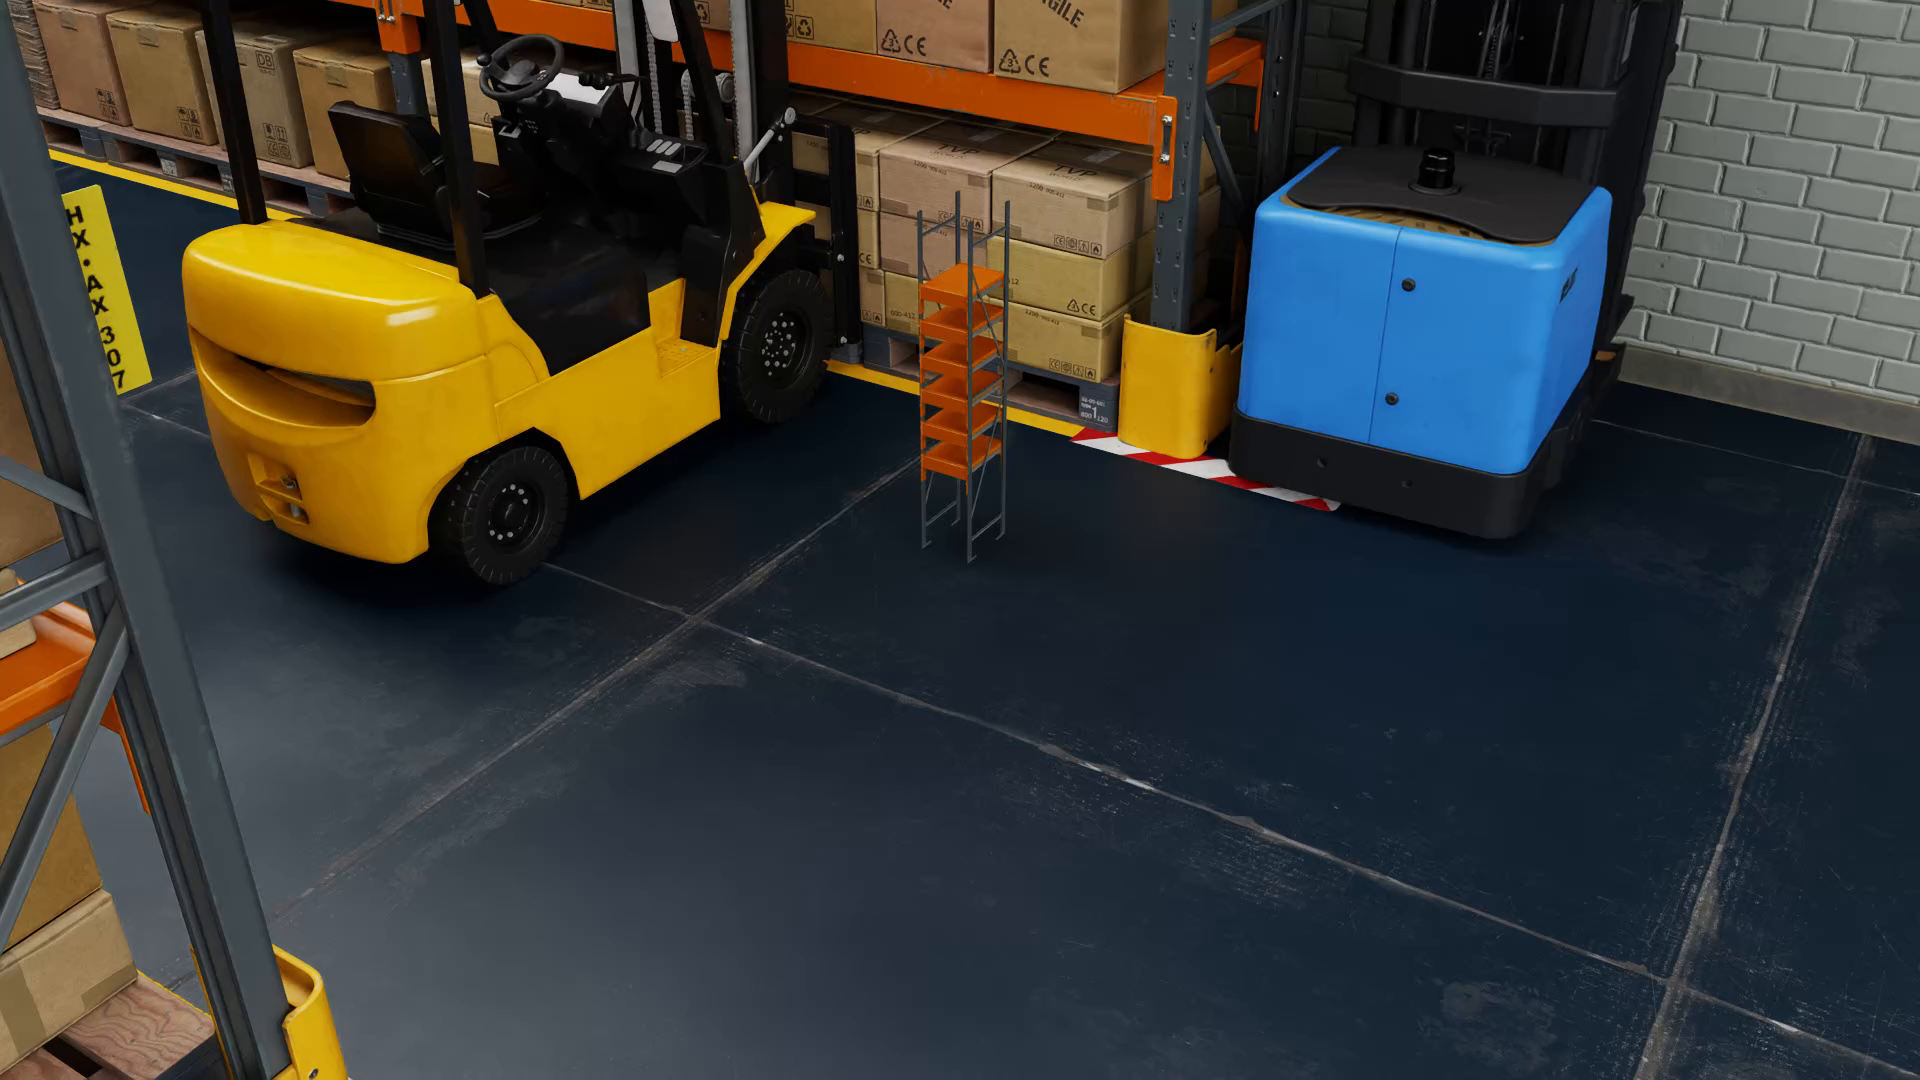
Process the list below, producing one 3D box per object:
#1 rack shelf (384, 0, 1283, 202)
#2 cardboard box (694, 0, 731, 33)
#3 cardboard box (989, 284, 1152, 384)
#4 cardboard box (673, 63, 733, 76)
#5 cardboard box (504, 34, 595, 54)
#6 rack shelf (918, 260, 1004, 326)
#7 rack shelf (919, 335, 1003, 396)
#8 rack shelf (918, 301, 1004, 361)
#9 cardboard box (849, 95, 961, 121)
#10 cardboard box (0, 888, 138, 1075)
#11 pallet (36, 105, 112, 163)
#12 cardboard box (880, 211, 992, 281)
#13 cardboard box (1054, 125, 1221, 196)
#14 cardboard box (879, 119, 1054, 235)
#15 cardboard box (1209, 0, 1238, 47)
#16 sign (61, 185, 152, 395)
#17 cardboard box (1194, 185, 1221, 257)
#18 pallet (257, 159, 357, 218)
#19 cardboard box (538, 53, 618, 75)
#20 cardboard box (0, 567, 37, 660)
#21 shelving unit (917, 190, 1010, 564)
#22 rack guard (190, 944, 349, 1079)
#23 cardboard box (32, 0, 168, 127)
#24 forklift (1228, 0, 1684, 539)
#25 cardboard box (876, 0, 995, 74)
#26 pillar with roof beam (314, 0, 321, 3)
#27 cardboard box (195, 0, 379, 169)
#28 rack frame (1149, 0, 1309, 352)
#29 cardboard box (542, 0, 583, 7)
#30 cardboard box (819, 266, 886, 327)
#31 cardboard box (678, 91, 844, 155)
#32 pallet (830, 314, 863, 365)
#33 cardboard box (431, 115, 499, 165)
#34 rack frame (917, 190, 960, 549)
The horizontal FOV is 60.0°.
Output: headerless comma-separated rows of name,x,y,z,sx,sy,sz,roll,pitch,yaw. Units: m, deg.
rack shelf,-0.674,-2.115,7.112,4.000,0.370,1.077,18,35,27
cardboard box,-0.837,-2.363,6.724,0.500,0.500,0.500,18,35,28
cardboard box,0.454,-0.874,6.584,0.500,0.250,0.500,18,35,28
cardboard box,-0.990,-2.067,7.636,0.500,0.250,0.500,18,35,28
cardboard box,-1.849,-2.337,8.100,0.500,0.250,0.500,18,35,28
rack shelf,0.012,-0.787,5.282,0.180,0.103,0.258,18,35,27
rack shelf,0.012,-0.580,5.403,0.180,0.103,0.258,18,35,27
rack shelf,0.012,-0.683,5.342,0.180,0.103,0.258,18,35,27
cardboard box,-0.130,-1.796,7.171,0.500,0.250,0.500,17,34,27
cardboard box,-2.152,0.902,3.539,0.500,0.250,0.500,17,34,27
pallet,-5.080,-2.591,9.982,1.213,0.211,1.003,18,35,27
cardboard box,0.022,-1.235,6.706,0.500,0.250,0.500,17,34,27
cardboard box,0.713,-1.525,6.707,0.500,0.250,0.500,17,34,27
cardboard box,0.028,-1.440,6.561,0.500,0.250,0.500,18,35,28
cardboard box,0.748,-2.184,6.418,0.500,0.500,0.500,19,35,29
sign,-1.328,-0.376,2.558,0.005,0.325,0.100,18,35,27
cardboard box,0.732,-1.314,6.841,0.500,0.250,0.500,18,35,28
pallet,-3.013,-1.937,8.861,1.213,0.211,1.003,18,35,27
cardboard box,-1.698,-1.982,7.490,0.500,0.250,0.500,18,35,27
cardboard box,-1.794,0.159,2.750,0.250,0.149,0.380,18,35,28
shelving unit,0.012,-0.514,5.441,0.189,1.200,0.258,18,35,27
rack guard,-1.680,1.289,3.044,0.348,0.500,1.175,18,35,27
cardboard box,-4.677,-2.844,9.588,0.625,0.625,0.875,19,35,29
forklift,2.148,-1.979,6.234,1.130,2.935,3.031,16,34,26
cardboard box,0.029,-2.095,6.266,0.500,0.500,0.500,19,35,29
pillar with roof beam,-6.461,-4.822,5.085,0.400,9.000,9.100,18,35,27
cardboard box,-3.469,-2.463,8.935,0.625,0.625,0.875,17,34,27
rack frame,1.020,-1.890,6.012,0.127,3.000,1.000,18,35,27
cardboard box,-1.681,-2.642,7.202,0.500,0.500,0.500,18,35,28
cardboard box,-0.381,-1.149,7.056,0.500,0.250,0.500,18,35,28
cardboard box,-0.830,-1.710,7.023,0.500,0.250,0.500,17,34,26
pallet,-0.679,-1.199,7.596,1.213,0.211,1.003,18,35,27
cardboard box,-2.123,-1.909,7.862,0.500,0.250,0.500,17,34,27
rack frame,-0.065,-0.539,5.483,0.006,1.200,0.240,18,35,27
